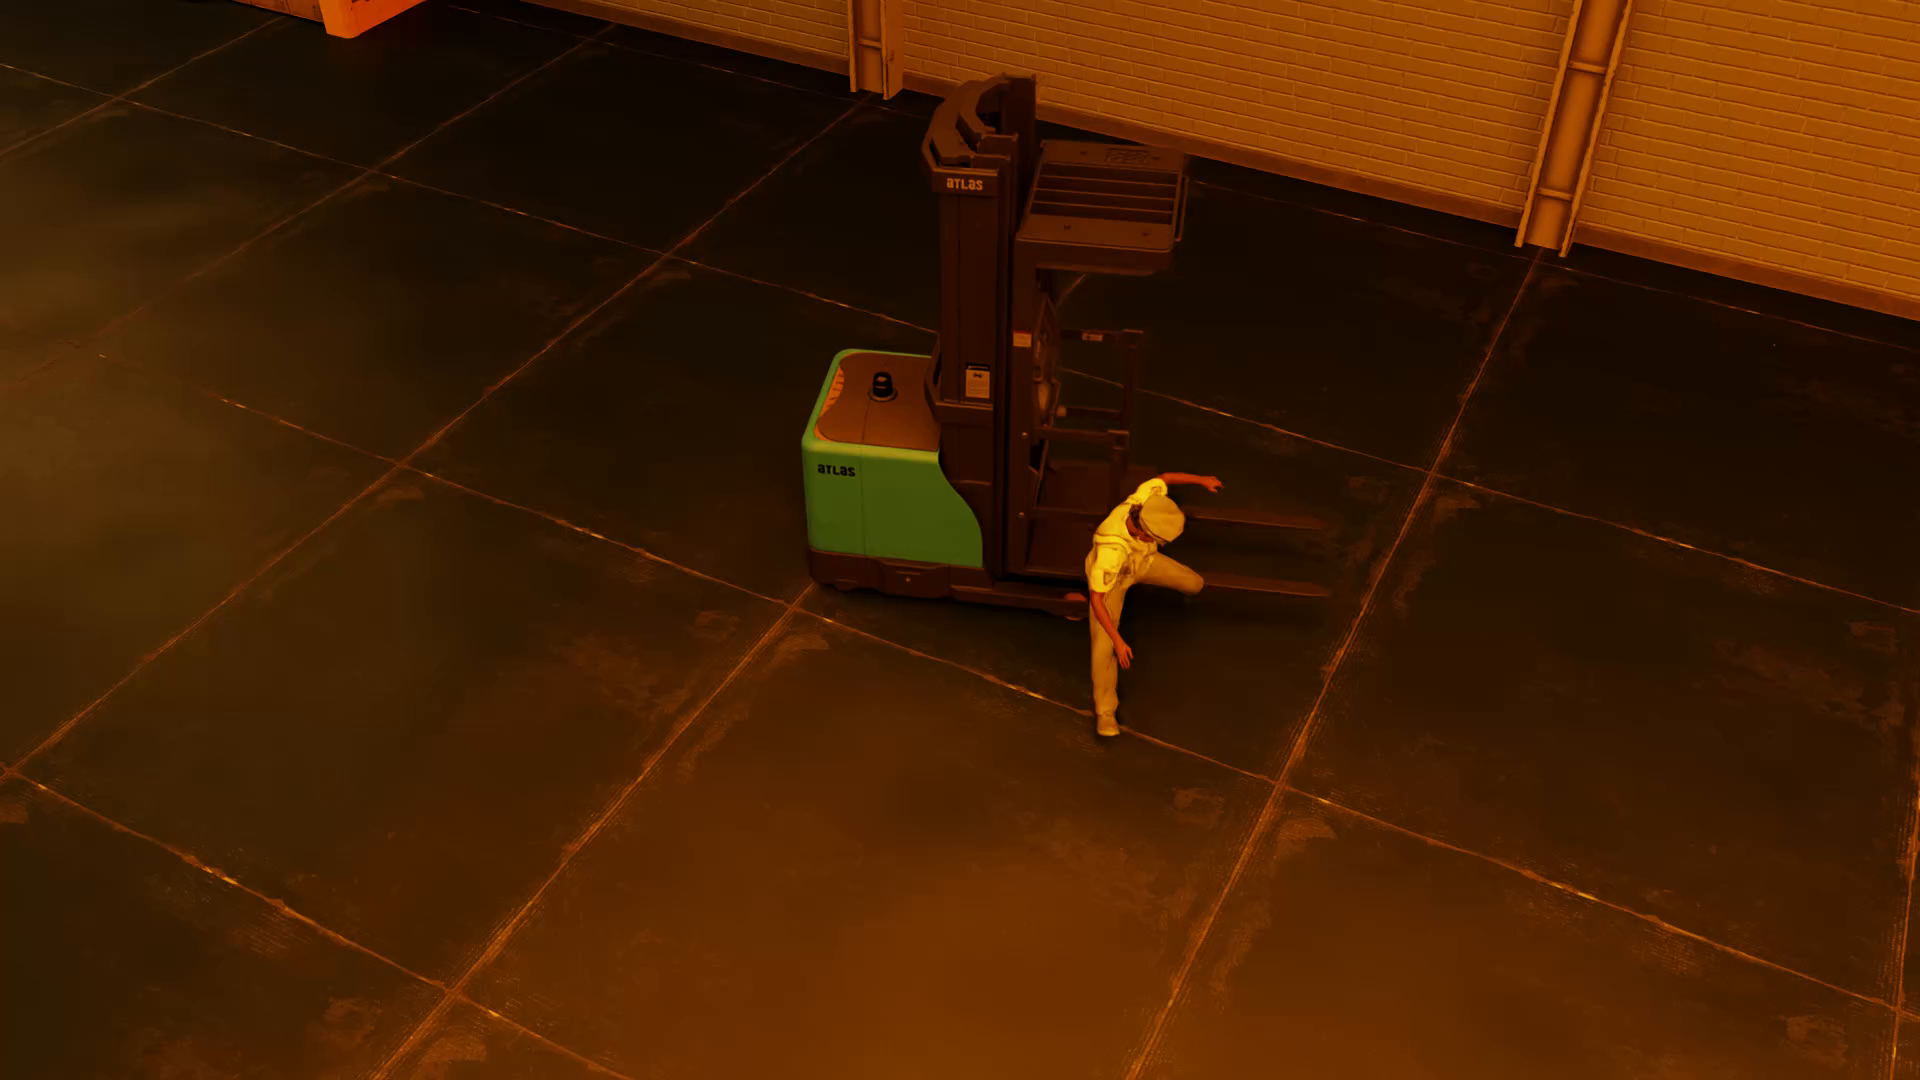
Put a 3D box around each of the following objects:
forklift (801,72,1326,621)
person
[{"bbox_3d":[0.659,-1.001,9.175,3.031,2.935,1.130,6,40,7],"label":"forklift"},{"bbox_3d":[1.010,0.207,8.954,1.172,1.390,0.724,-29,48,-30],"label":"person"}]
